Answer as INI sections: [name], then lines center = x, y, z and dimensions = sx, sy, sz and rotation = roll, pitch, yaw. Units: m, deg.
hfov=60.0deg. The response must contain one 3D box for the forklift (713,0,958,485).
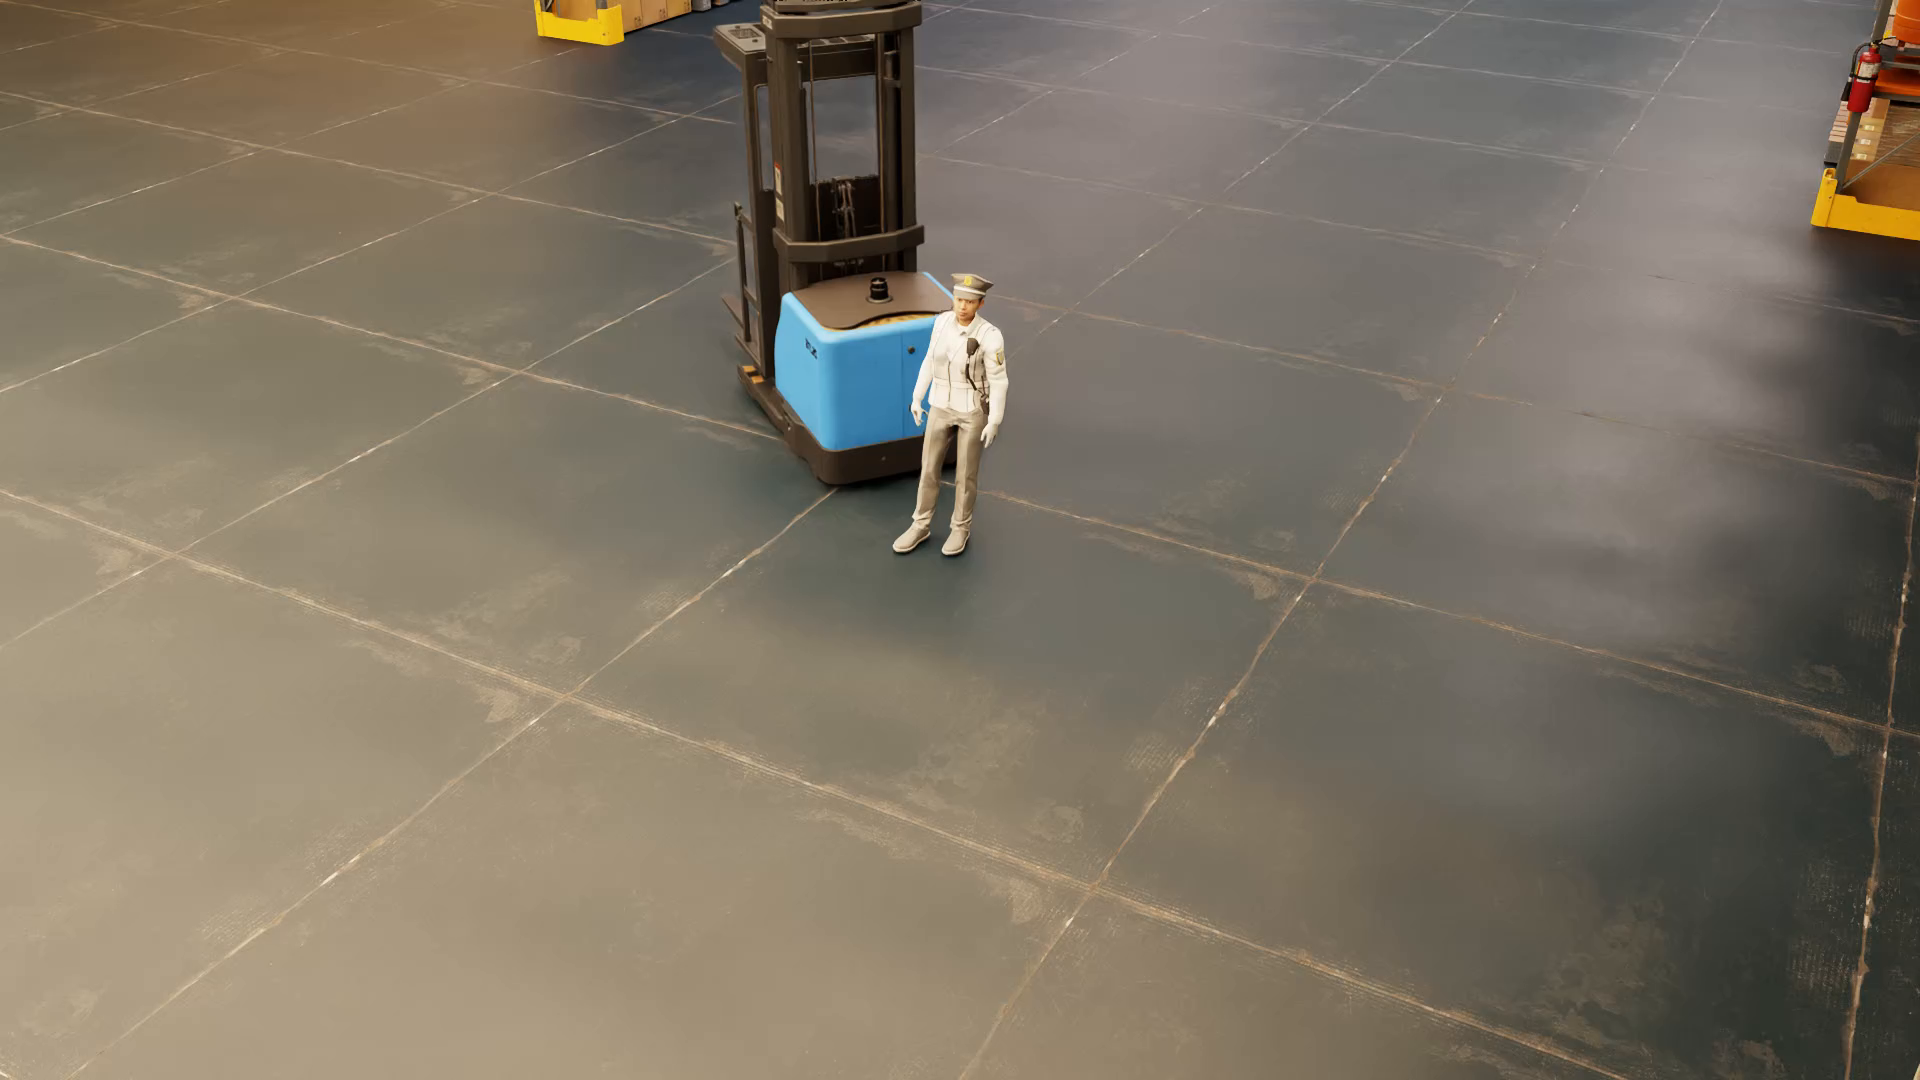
[forklift]
center = -0.939, -2.335, 11.117
dimensions = 1.130, 2.935, 3.031
rotation = -12, 32, -20

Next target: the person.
[person]
center = -0.038, -0.712, 9.527
dimensions = 0.587, 1.696, 0.534
rotation = 15, 33, 25
